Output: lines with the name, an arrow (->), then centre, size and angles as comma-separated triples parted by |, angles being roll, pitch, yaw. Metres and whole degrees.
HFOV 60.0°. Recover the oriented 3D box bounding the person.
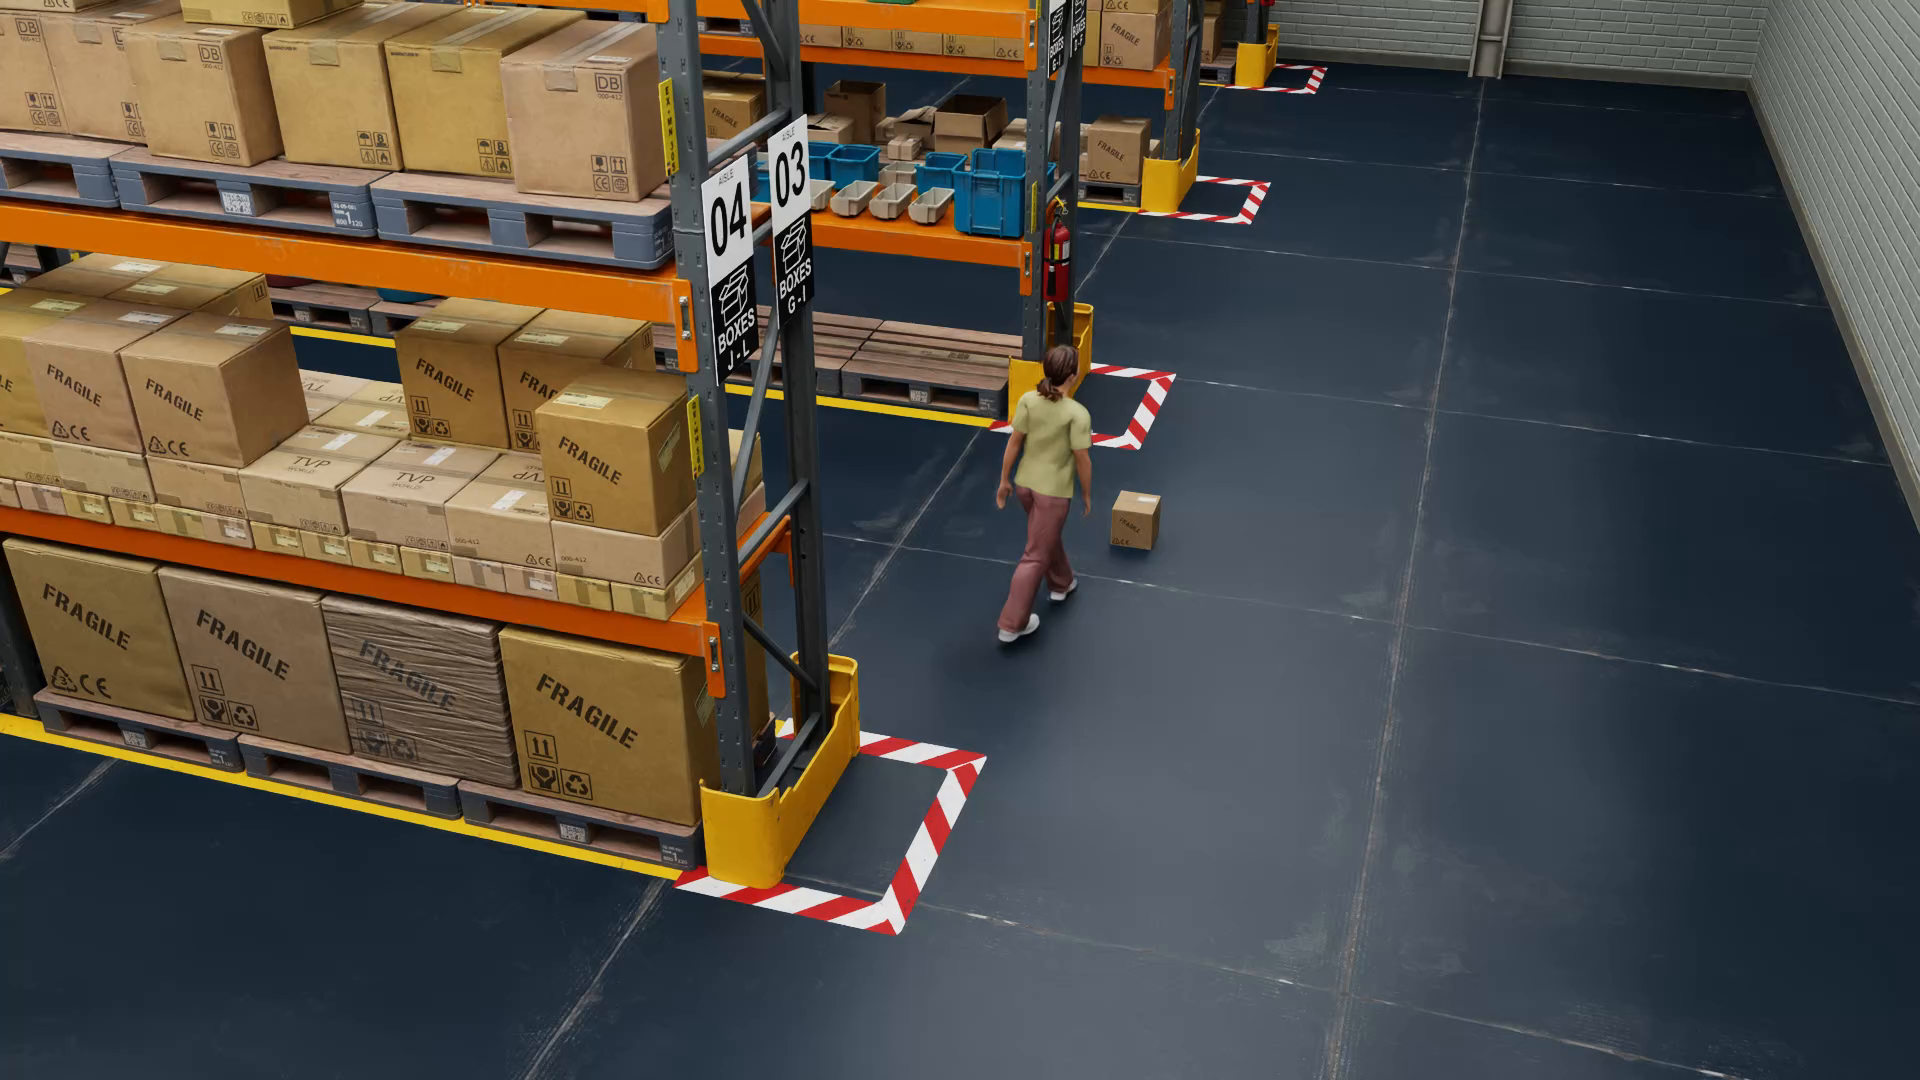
person -> 0.514, -0.276, 8.991 | 0.469, 1.642, 0.832 | 24, 37, 36
